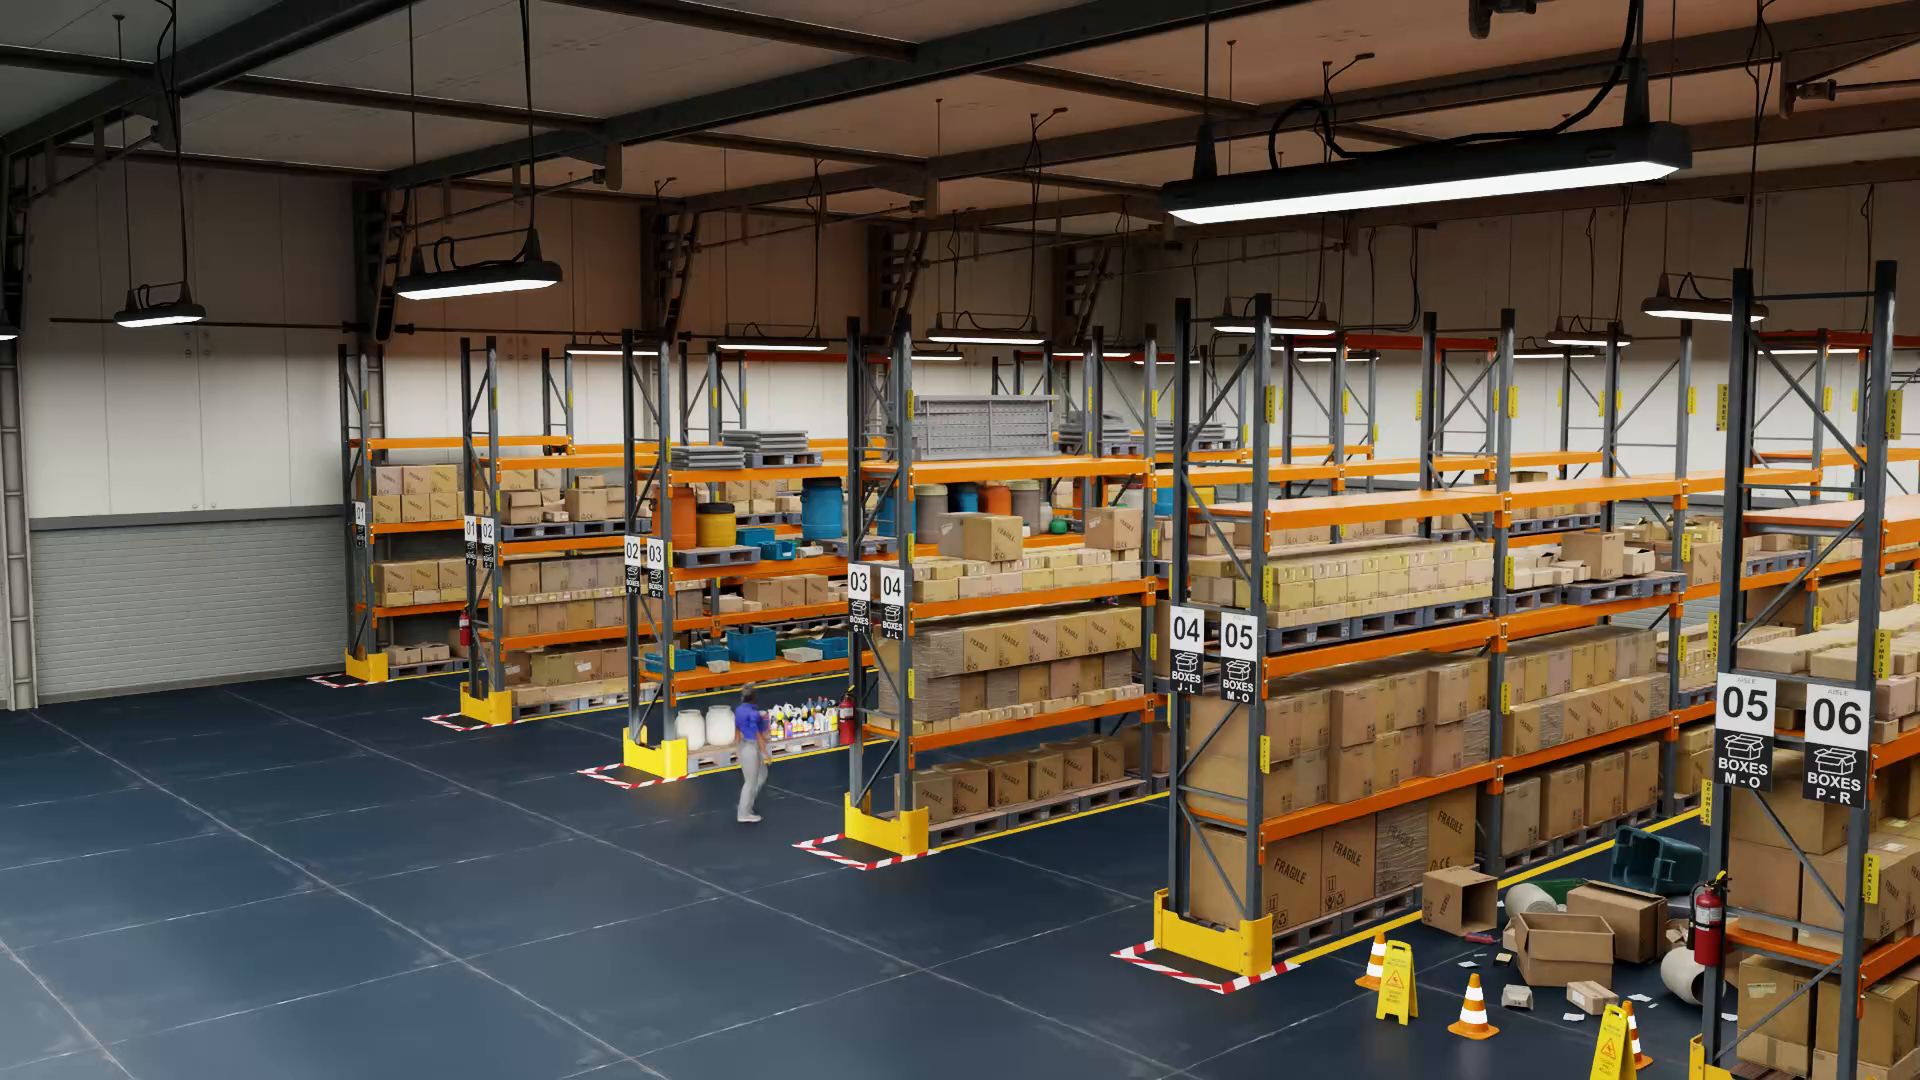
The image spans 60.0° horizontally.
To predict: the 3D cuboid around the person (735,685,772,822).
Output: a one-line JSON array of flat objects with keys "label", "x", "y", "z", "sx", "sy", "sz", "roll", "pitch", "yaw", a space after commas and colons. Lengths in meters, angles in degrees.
[{"label": "person", "x": -2.459, "y": 2.562, "z": 19.885, "sx": 0.427, "sy": 1.681, "sz": 0.438, "roll": -2, "pitch": 5, "yaw": -20}]
